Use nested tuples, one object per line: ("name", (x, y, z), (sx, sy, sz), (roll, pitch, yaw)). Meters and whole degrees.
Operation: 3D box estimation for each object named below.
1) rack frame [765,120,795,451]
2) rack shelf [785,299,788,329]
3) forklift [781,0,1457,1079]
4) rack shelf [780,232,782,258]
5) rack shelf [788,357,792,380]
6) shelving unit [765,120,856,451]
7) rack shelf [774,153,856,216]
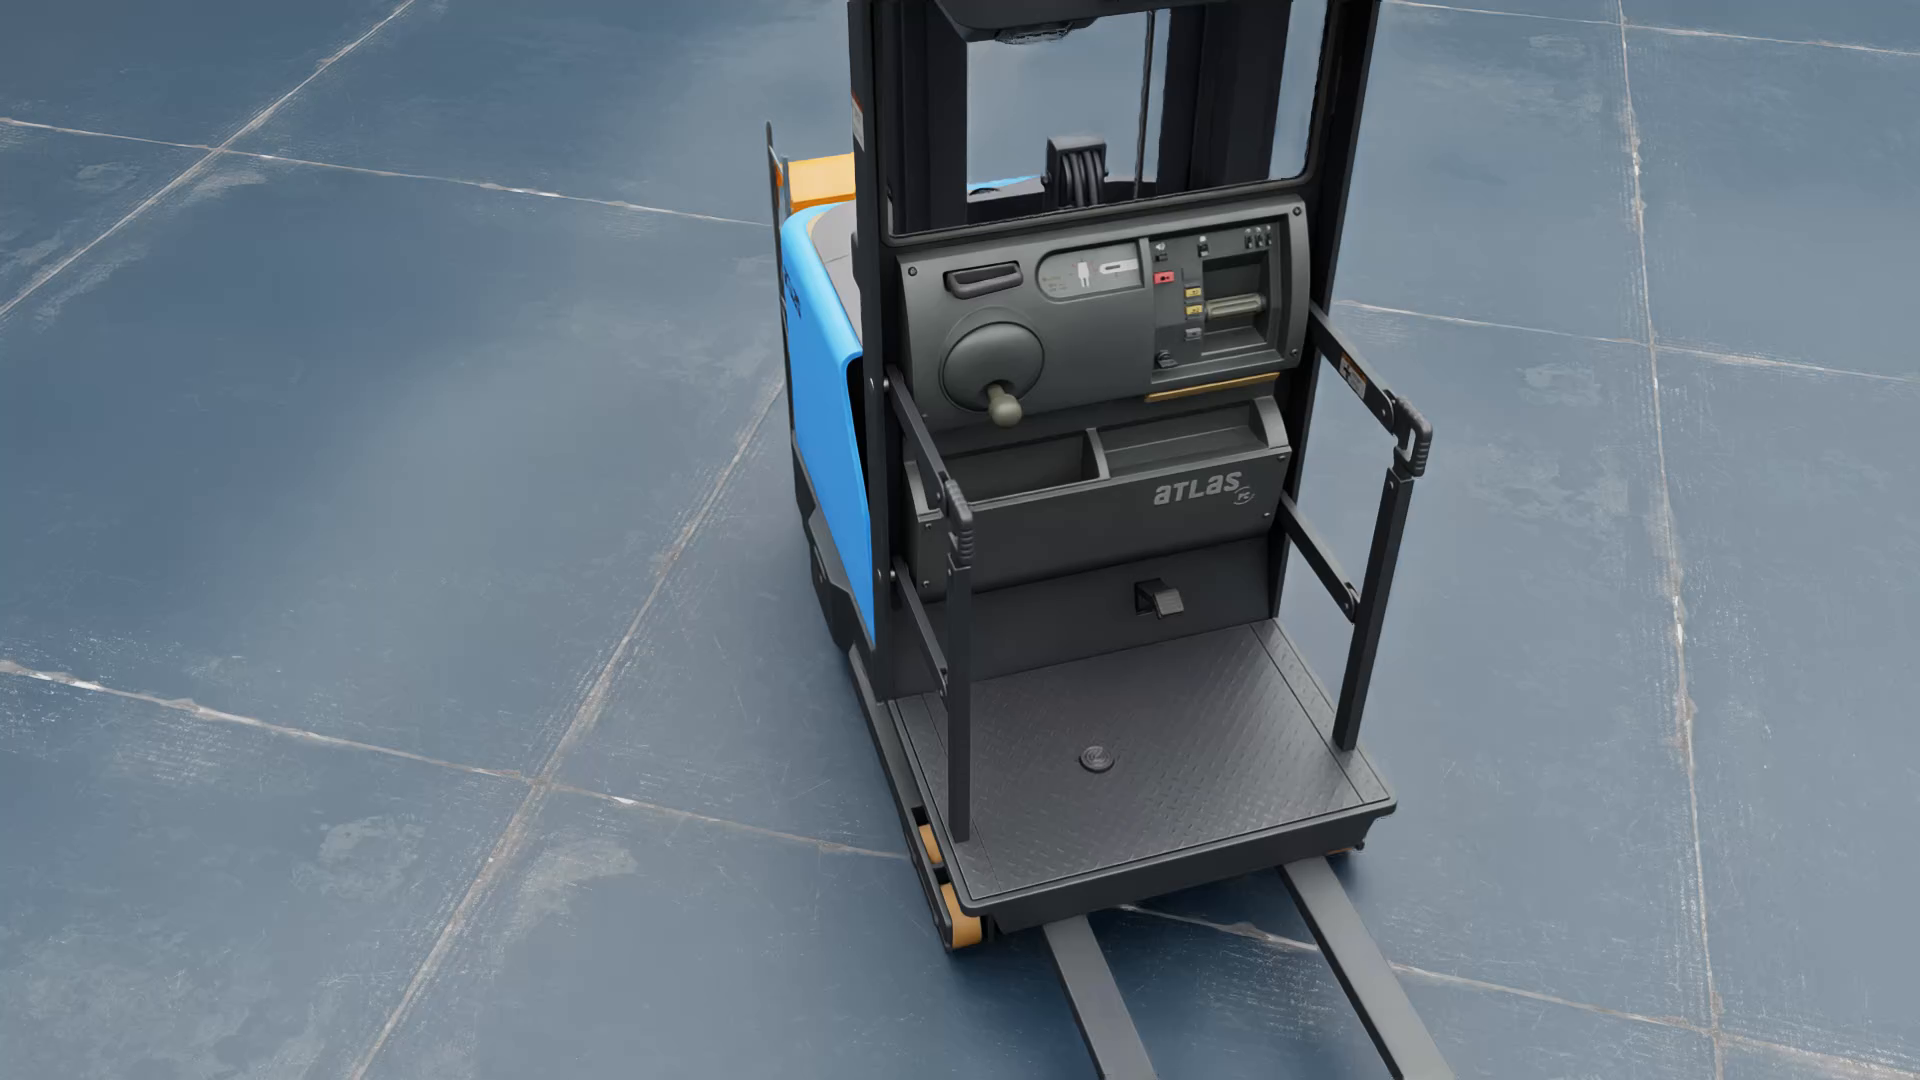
("rack frame", (-0.525, -0.689, 5.137), (0.015, 1.200, 0.240), (-11, 41, -13))
("rack shelf", (-0.293, -0.684, 5.236), (0.480, 0.148, 0.258), (-11, 41, -13))
("forklift", (0.393, -0.417, 3.468), (1.130, 2.935, 3.031), (-11, 41, -13))
("rack shelf", (-0.293, -0.855, 5.092), (0.480, 0.148, 0.258), (-11, 41, -13))
("rack shelf", (-0.293, -0.532, 5.364), (0.480, 0.148, 0.258), (-11, 41, -13))
("shelving unit", (-0.293, -0.735, 5.193), (0.503, 1.200, 0.258), (-11, 41, -13))
("rack shelf", (-0.293, -1.036, 4.940), (0.480, 0.148, 0.258), (-11, 41, -13))
